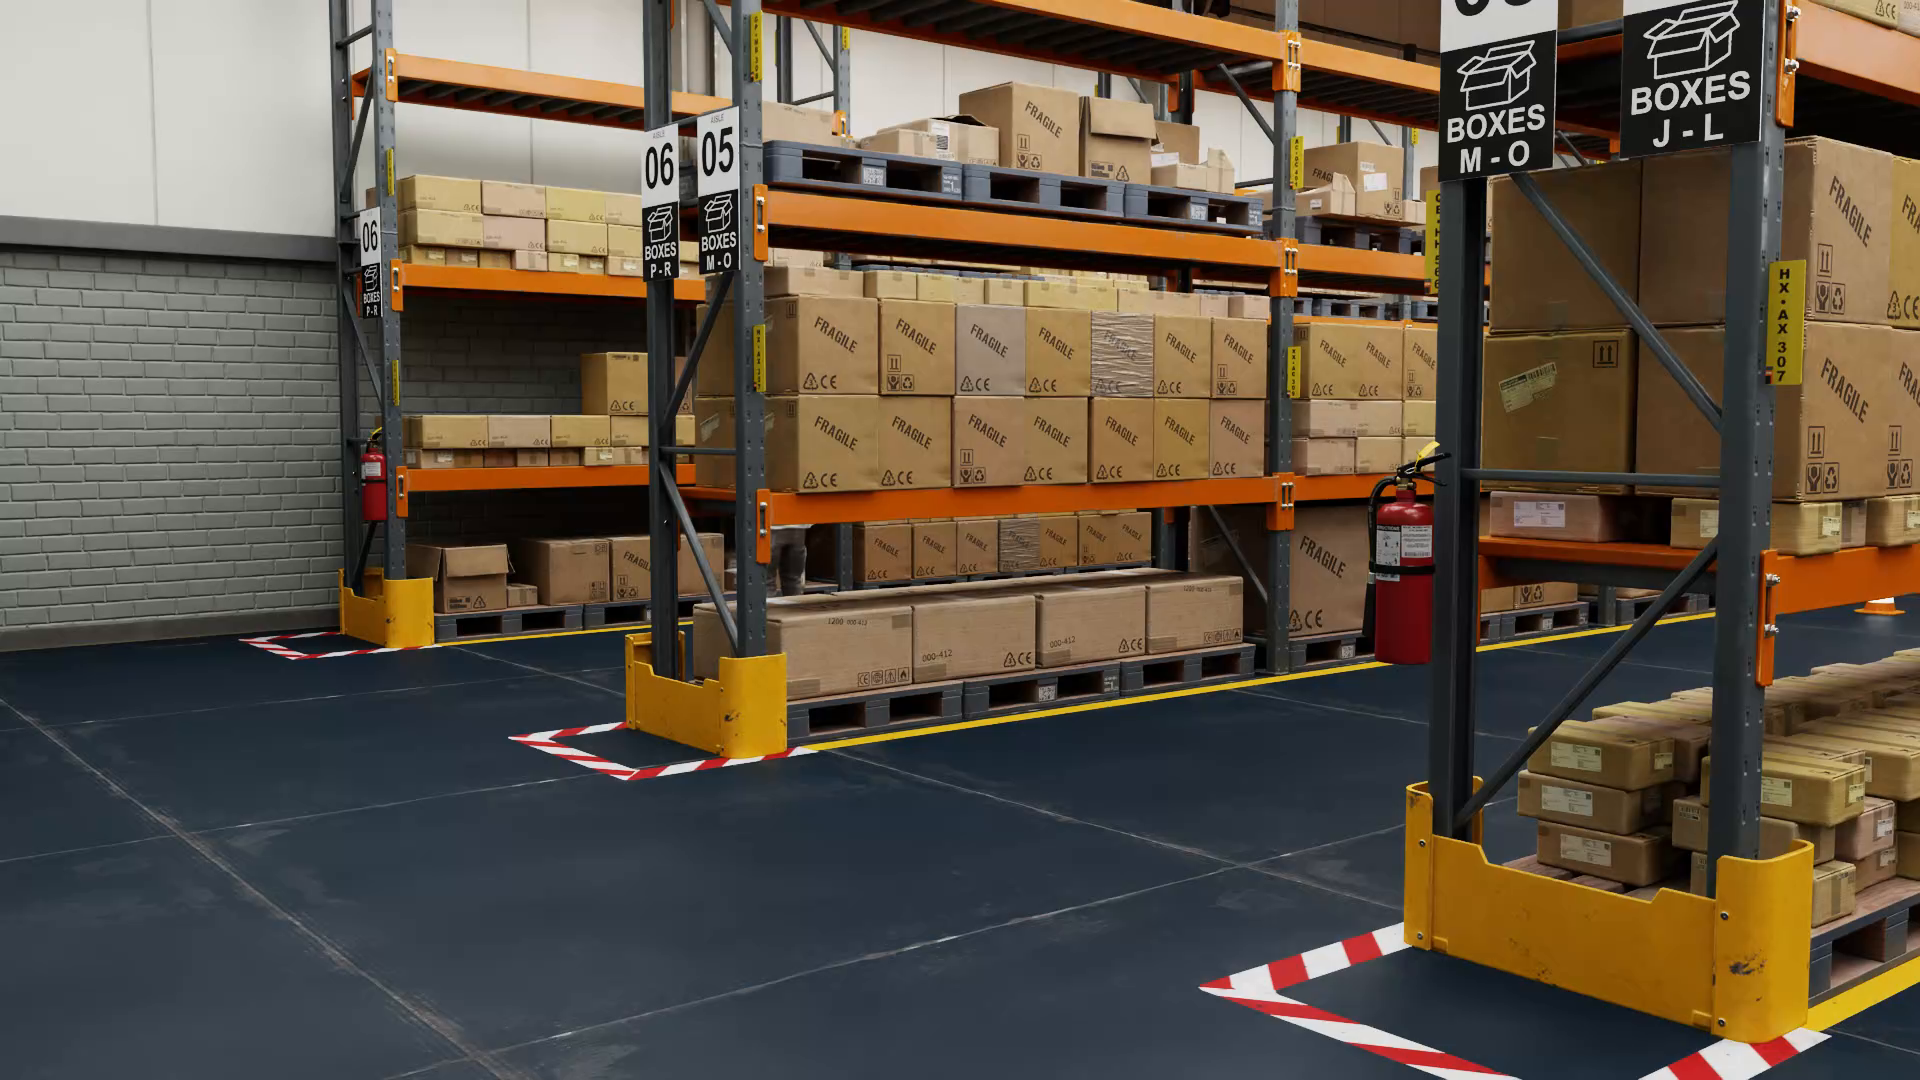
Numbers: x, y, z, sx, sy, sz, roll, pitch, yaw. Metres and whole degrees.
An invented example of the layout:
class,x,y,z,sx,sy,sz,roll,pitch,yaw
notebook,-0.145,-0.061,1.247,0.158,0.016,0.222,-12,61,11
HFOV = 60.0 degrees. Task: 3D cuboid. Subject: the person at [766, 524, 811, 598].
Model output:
class,x,y,z,sx,sy,sz,roll,pitch,yaw
person,-1.340,-0.076,11.853,0.488,1.778,0.572,-3,5,-38
